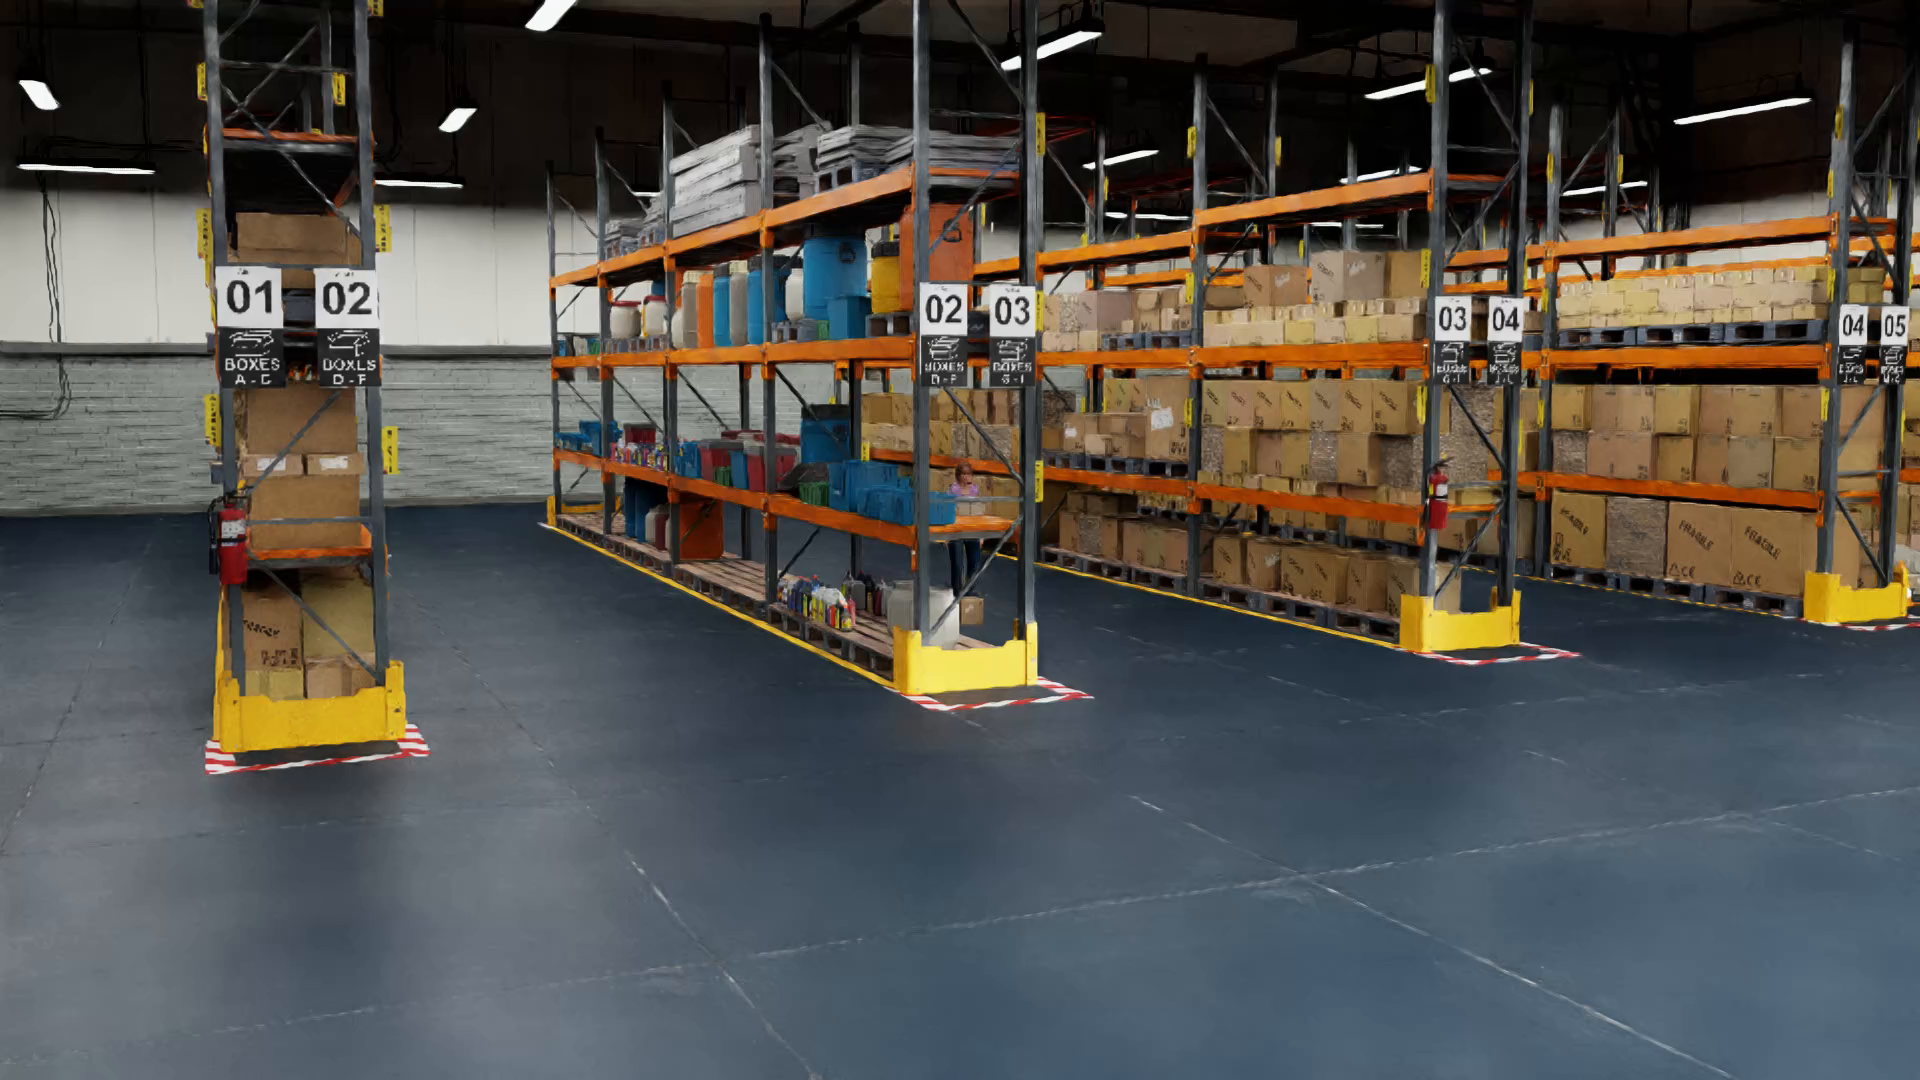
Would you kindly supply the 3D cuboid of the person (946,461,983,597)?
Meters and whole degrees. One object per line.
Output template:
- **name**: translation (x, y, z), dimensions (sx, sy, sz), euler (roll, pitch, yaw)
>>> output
- **person**: translation (0.044, -0.034, 17.425), dimensions (0.424, 1.597, 0.559), euler (-1, 6, -13)
